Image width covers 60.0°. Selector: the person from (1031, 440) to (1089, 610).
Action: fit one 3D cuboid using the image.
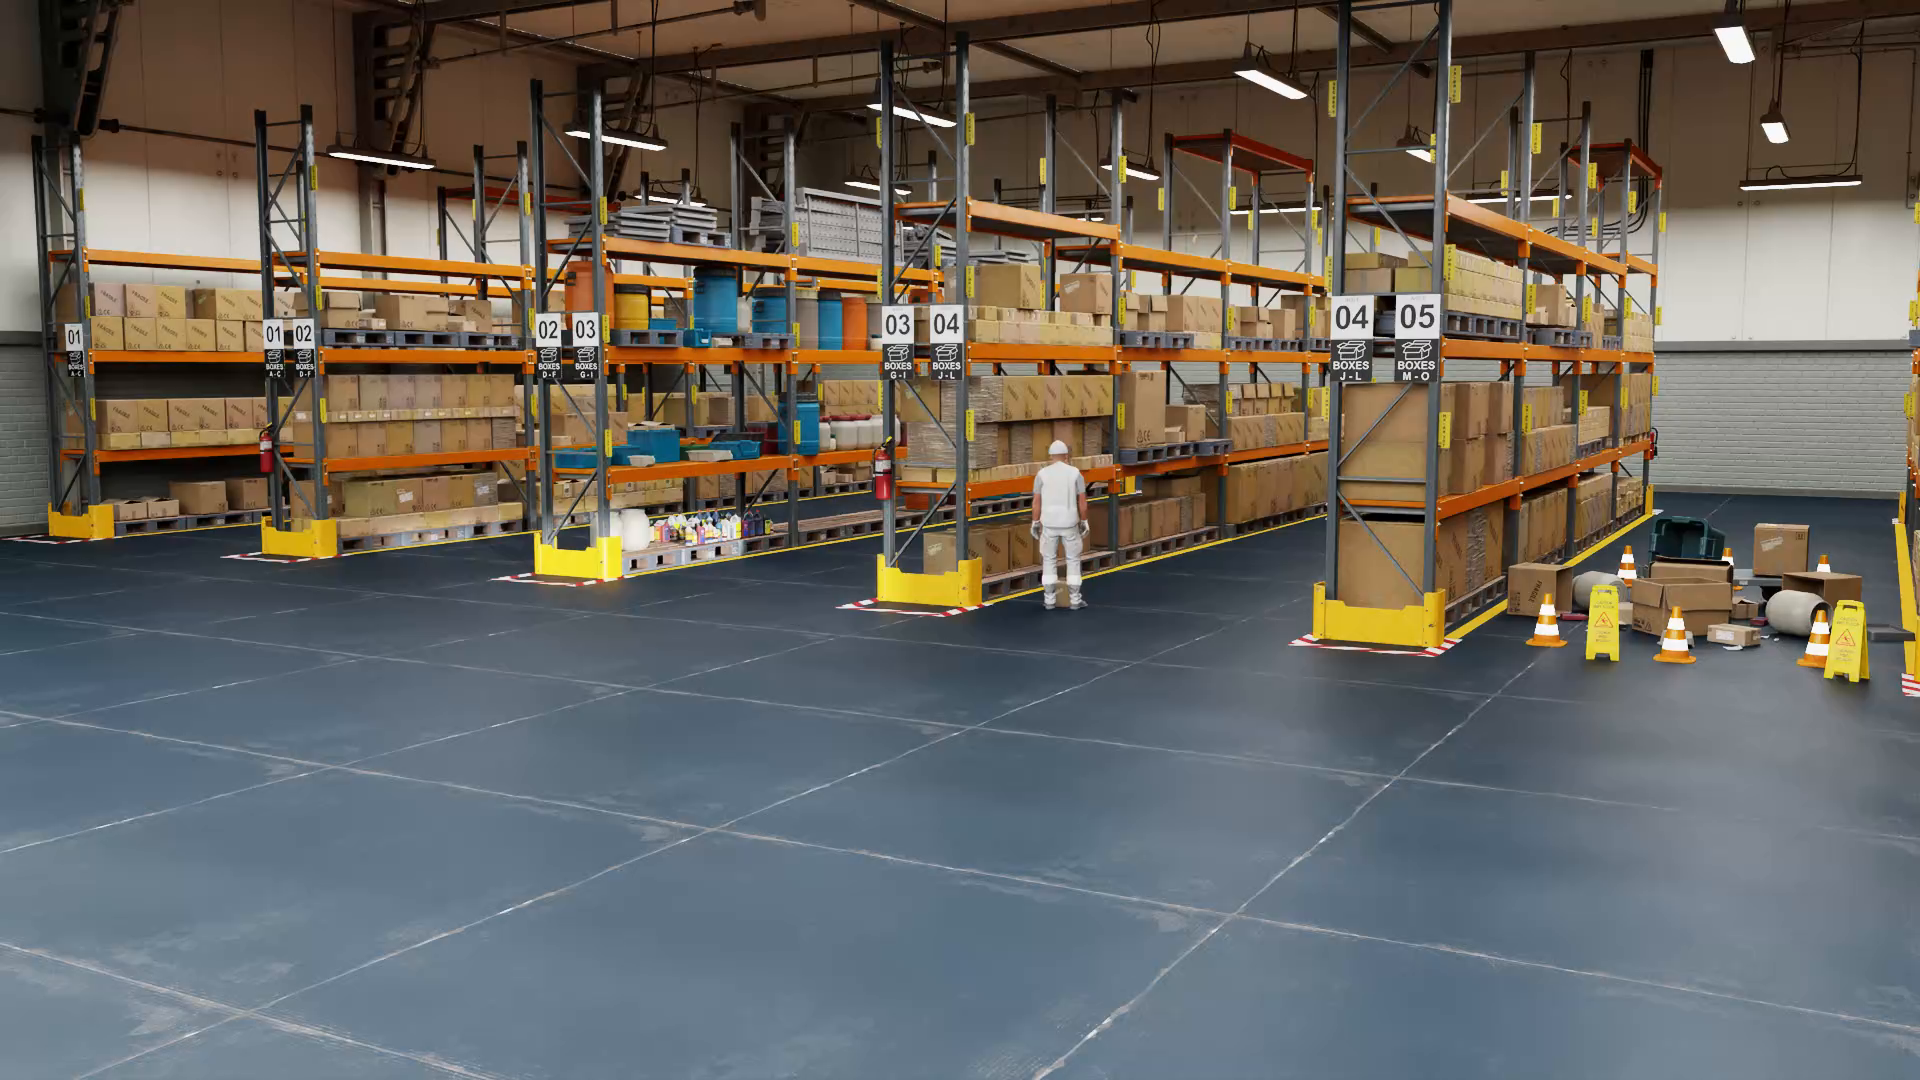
[{"bbox_3d":[1.055,-0.160,17.565,0.616,1.778,0.453,1,6,6],"label":"person"}]
